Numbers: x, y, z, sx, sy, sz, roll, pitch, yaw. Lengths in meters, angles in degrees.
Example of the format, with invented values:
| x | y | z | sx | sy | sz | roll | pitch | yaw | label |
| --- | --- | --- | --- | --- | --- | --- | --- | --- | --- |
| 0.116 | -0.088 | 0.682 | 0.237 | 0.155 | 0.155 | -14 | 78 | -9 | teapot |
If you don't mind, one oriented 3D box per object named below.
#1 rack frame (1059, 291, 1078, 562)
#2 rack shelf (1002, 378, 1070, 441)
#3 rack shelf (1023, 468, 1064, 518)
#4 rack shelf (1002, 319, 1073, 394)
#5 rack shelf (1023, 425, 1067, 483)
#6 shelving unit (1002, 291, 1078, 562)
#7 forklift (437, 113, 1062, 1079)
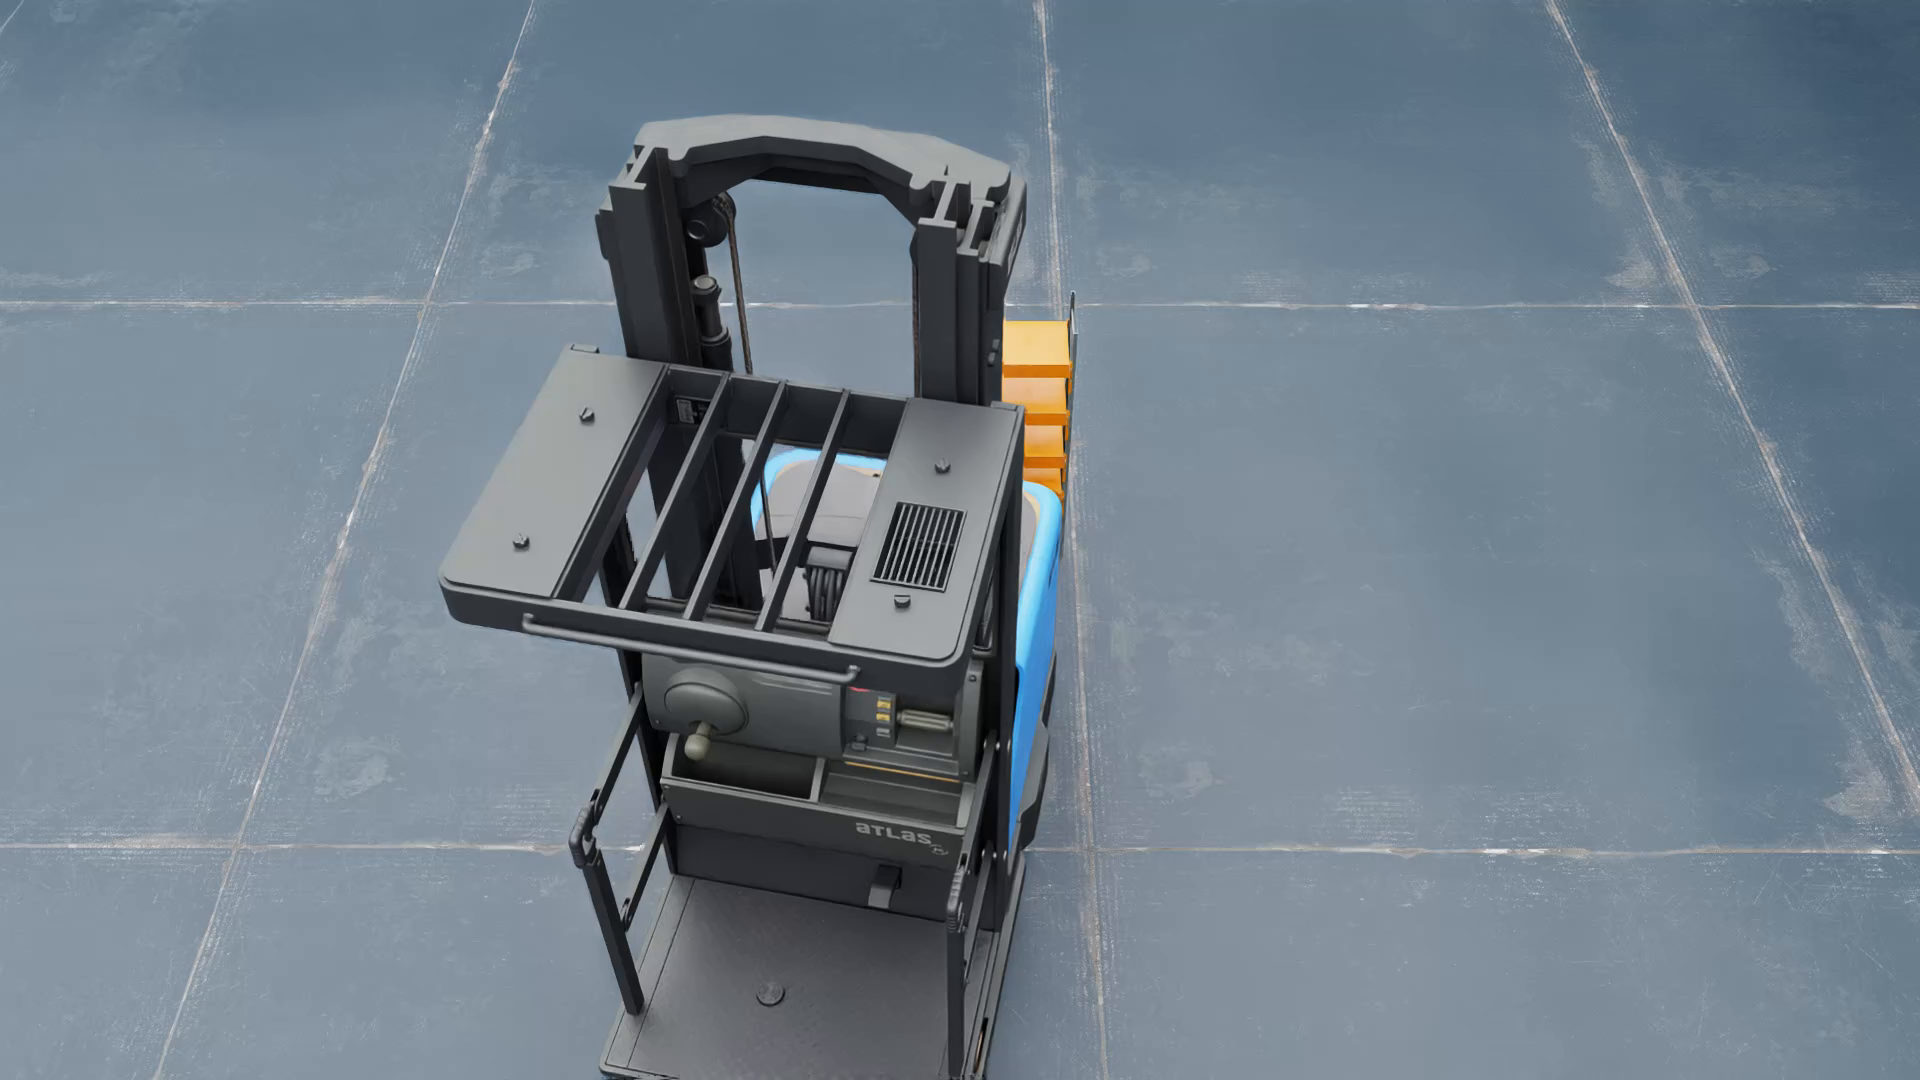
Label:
| x | y | z | sx | sy | sz | roll | pitch | yaw | label |
| --- | --- | --- | --- | --- | --- | --- | --- | --- | --- |
| 0.410 | -0.408 | 6.391 | 0.015 | 1.200 | 0.240 | 0 | 47 | 0 | rack frame |
| 0.166 | -0.515 | 6.277 | 0.480 | 0.148 | 0.258 | 0 | 47 | 0 | rack shelf |
| 0.166 | -0.227 | 6.586 | 0.480 | 0.148 | 0.258 | 0 | 47 | 0 | rack shelf |
| 0.166 | -0.676 | 6.104 | 0.480 | 0.148 | 0.258 | 0 | 47 | 0 | rack shelf |
| 0.166 | -0.363 | 6.440 | 0.480 | 0.148 | 0.258 | 0 | 47 | 0 | rack shelf |
| 0.166 | -0.408 | 6.391 | 0.503 | 1.200 | 0.258 | 0 | 47 | 0 | shelving unit |
| -0.444 | 0.539 | 4.327 | 1.130 | 2.935 | 3.031 | 8 | 48 | 8 | forklift |
